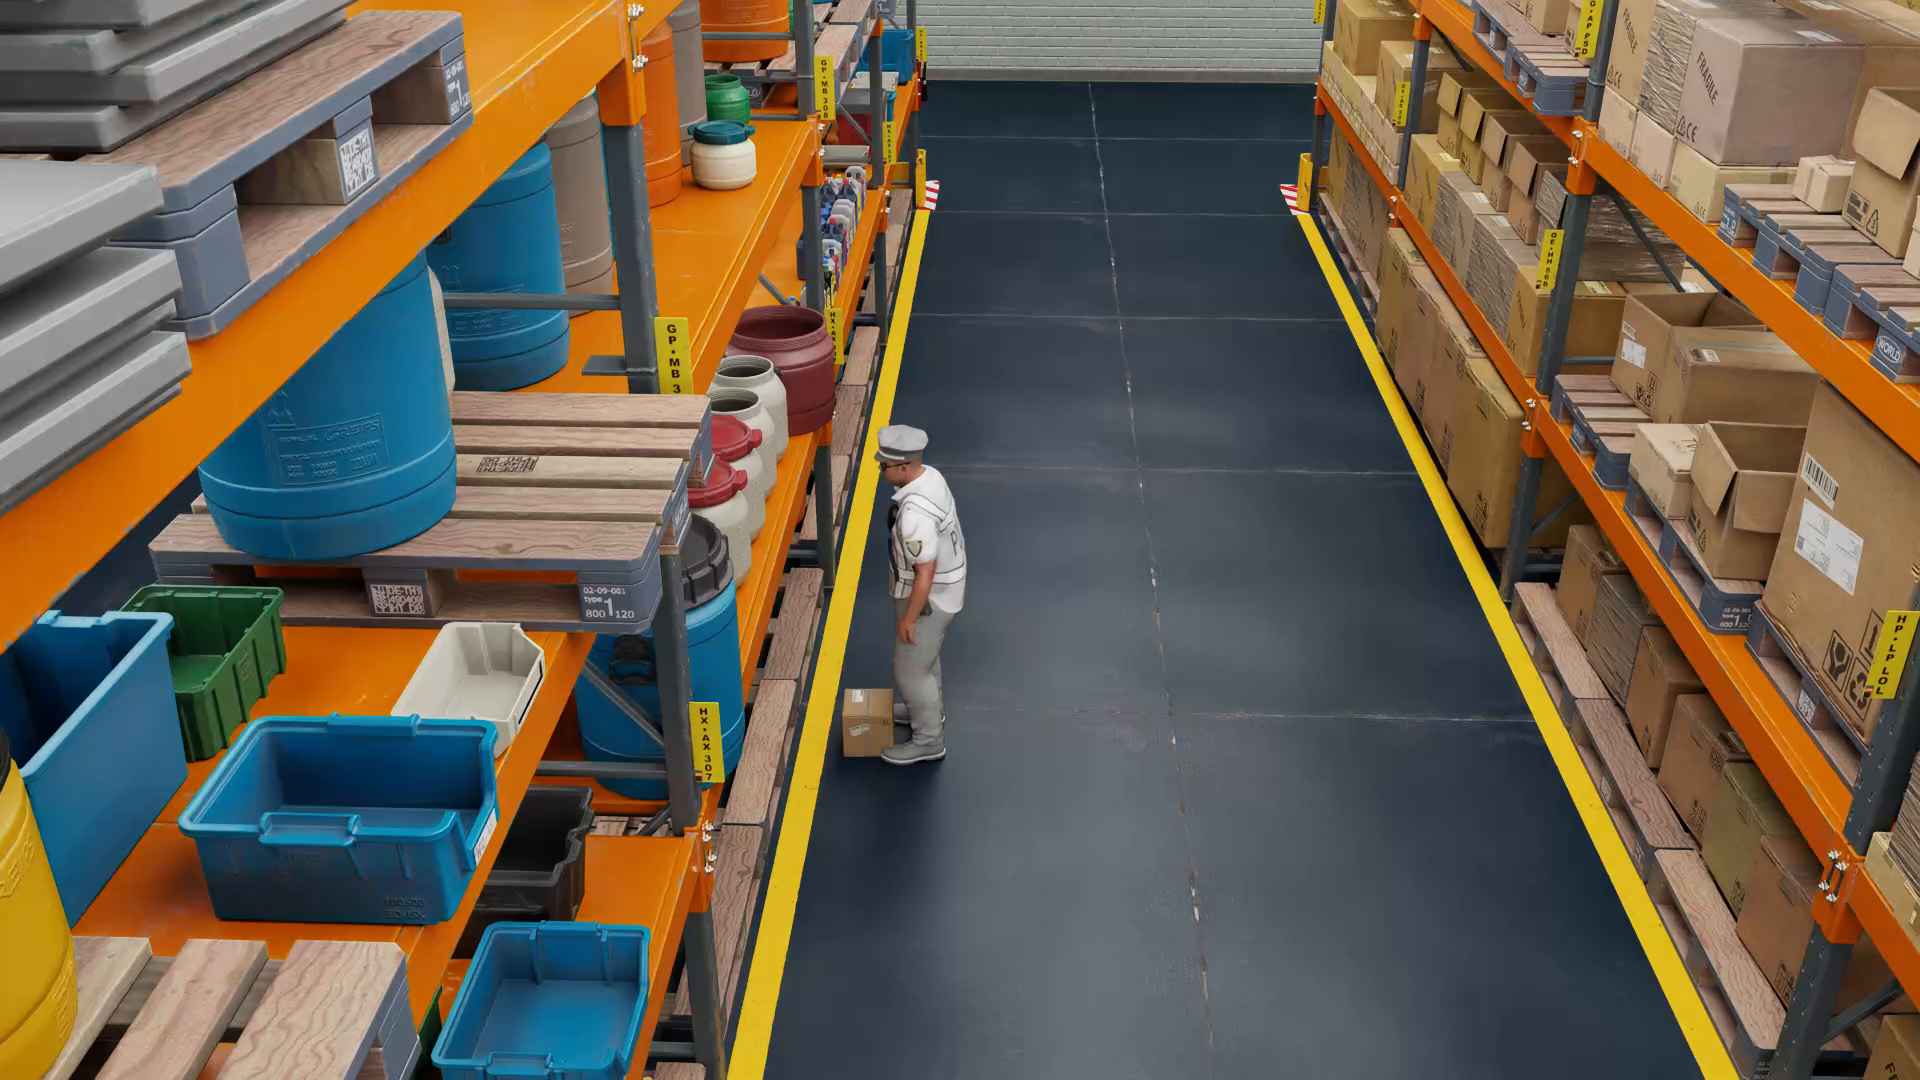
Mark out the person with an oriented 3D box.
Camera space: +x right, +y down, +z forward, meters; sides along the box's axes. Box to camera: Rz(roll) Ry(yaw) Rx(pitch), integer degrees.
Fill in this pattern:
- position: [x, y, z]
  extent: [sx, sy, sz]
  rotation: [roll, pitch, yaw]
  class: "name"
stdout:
- position: [-0.190, 0.261, 8.117]
  extent: [0.439, 1.748, 0.586]
  rotation: [1, 28, 2]
  class: "person"
